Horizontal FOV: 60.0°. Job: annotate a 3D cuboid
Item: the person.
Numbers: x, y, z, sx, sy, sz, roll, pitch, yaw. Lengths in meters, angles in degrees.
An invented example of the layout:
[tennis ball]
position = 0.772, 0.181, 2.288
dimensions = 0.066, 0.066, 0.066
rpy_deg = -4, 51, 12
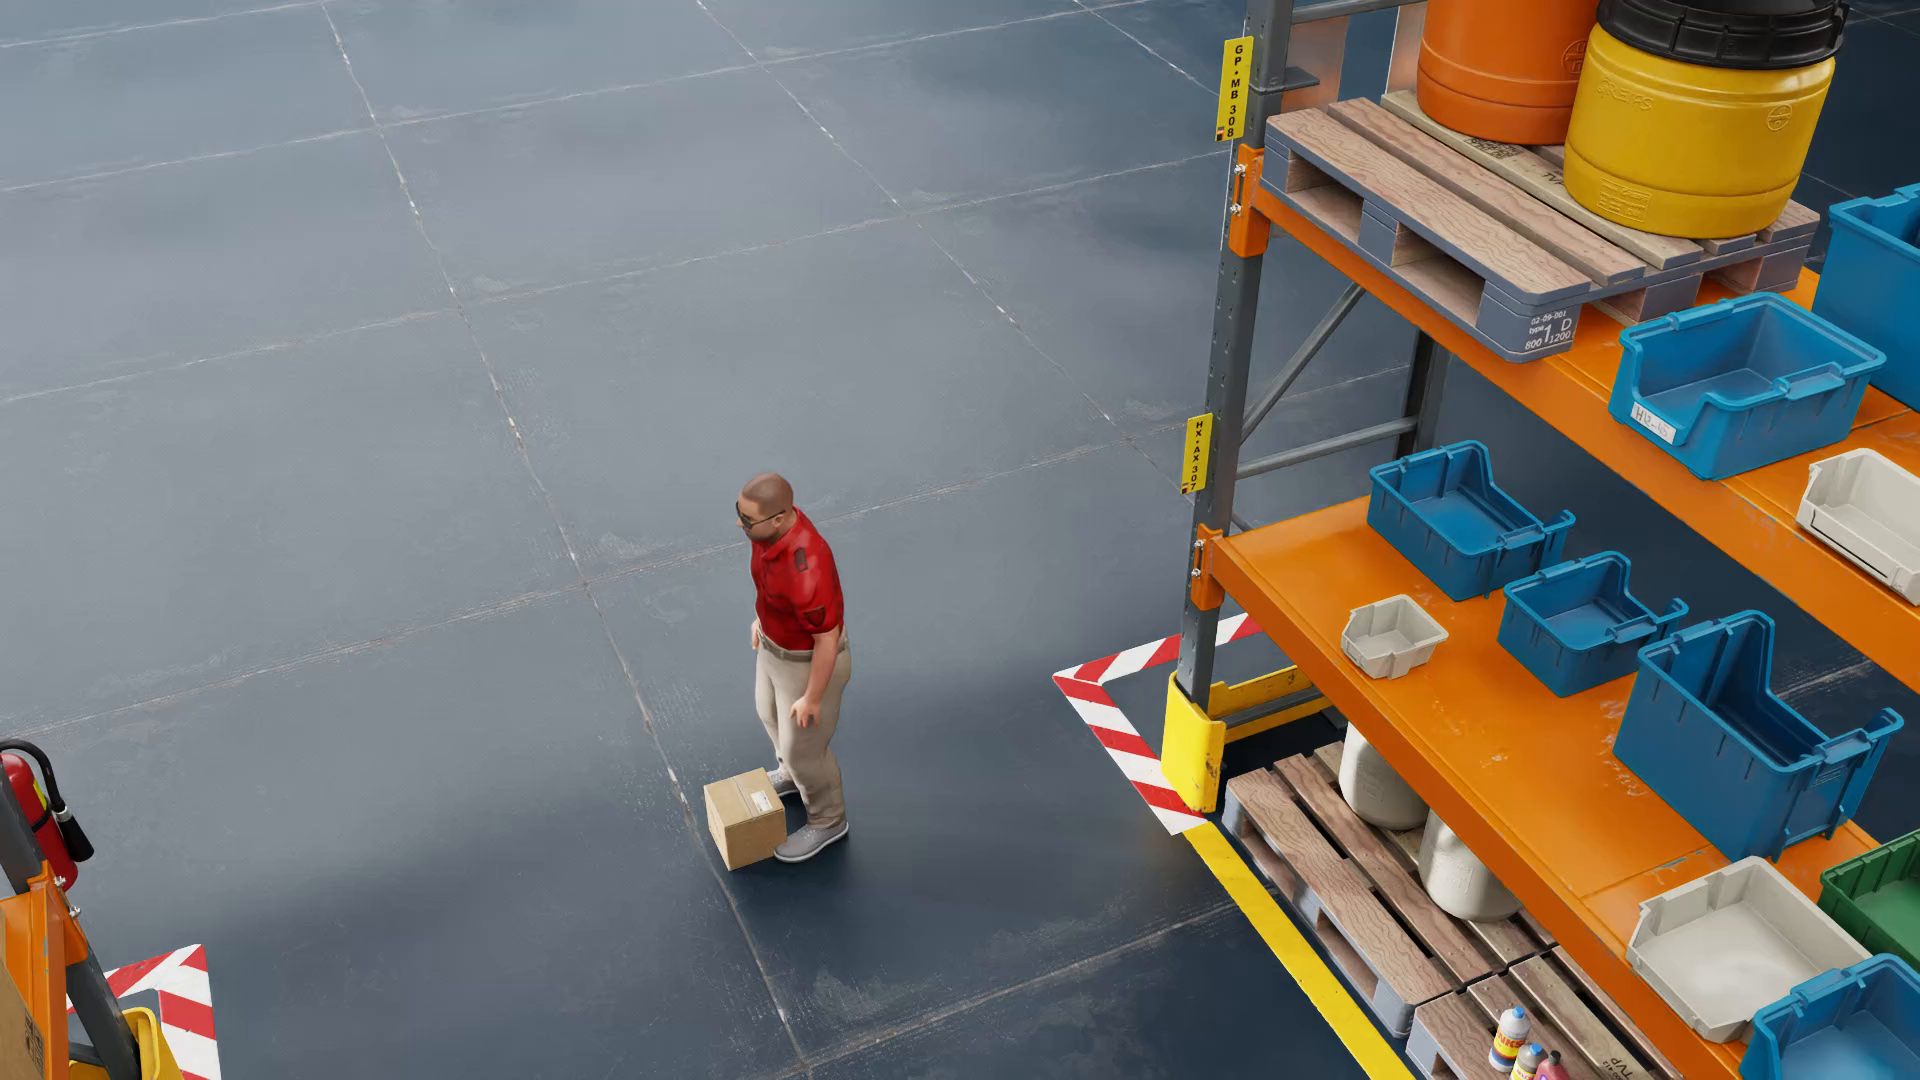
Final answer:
[person]
position = -0.629, 0.449, 6.272
dimensions = 0.394, 1.727, 0.587
rpy_deg = -16, 40, -20
